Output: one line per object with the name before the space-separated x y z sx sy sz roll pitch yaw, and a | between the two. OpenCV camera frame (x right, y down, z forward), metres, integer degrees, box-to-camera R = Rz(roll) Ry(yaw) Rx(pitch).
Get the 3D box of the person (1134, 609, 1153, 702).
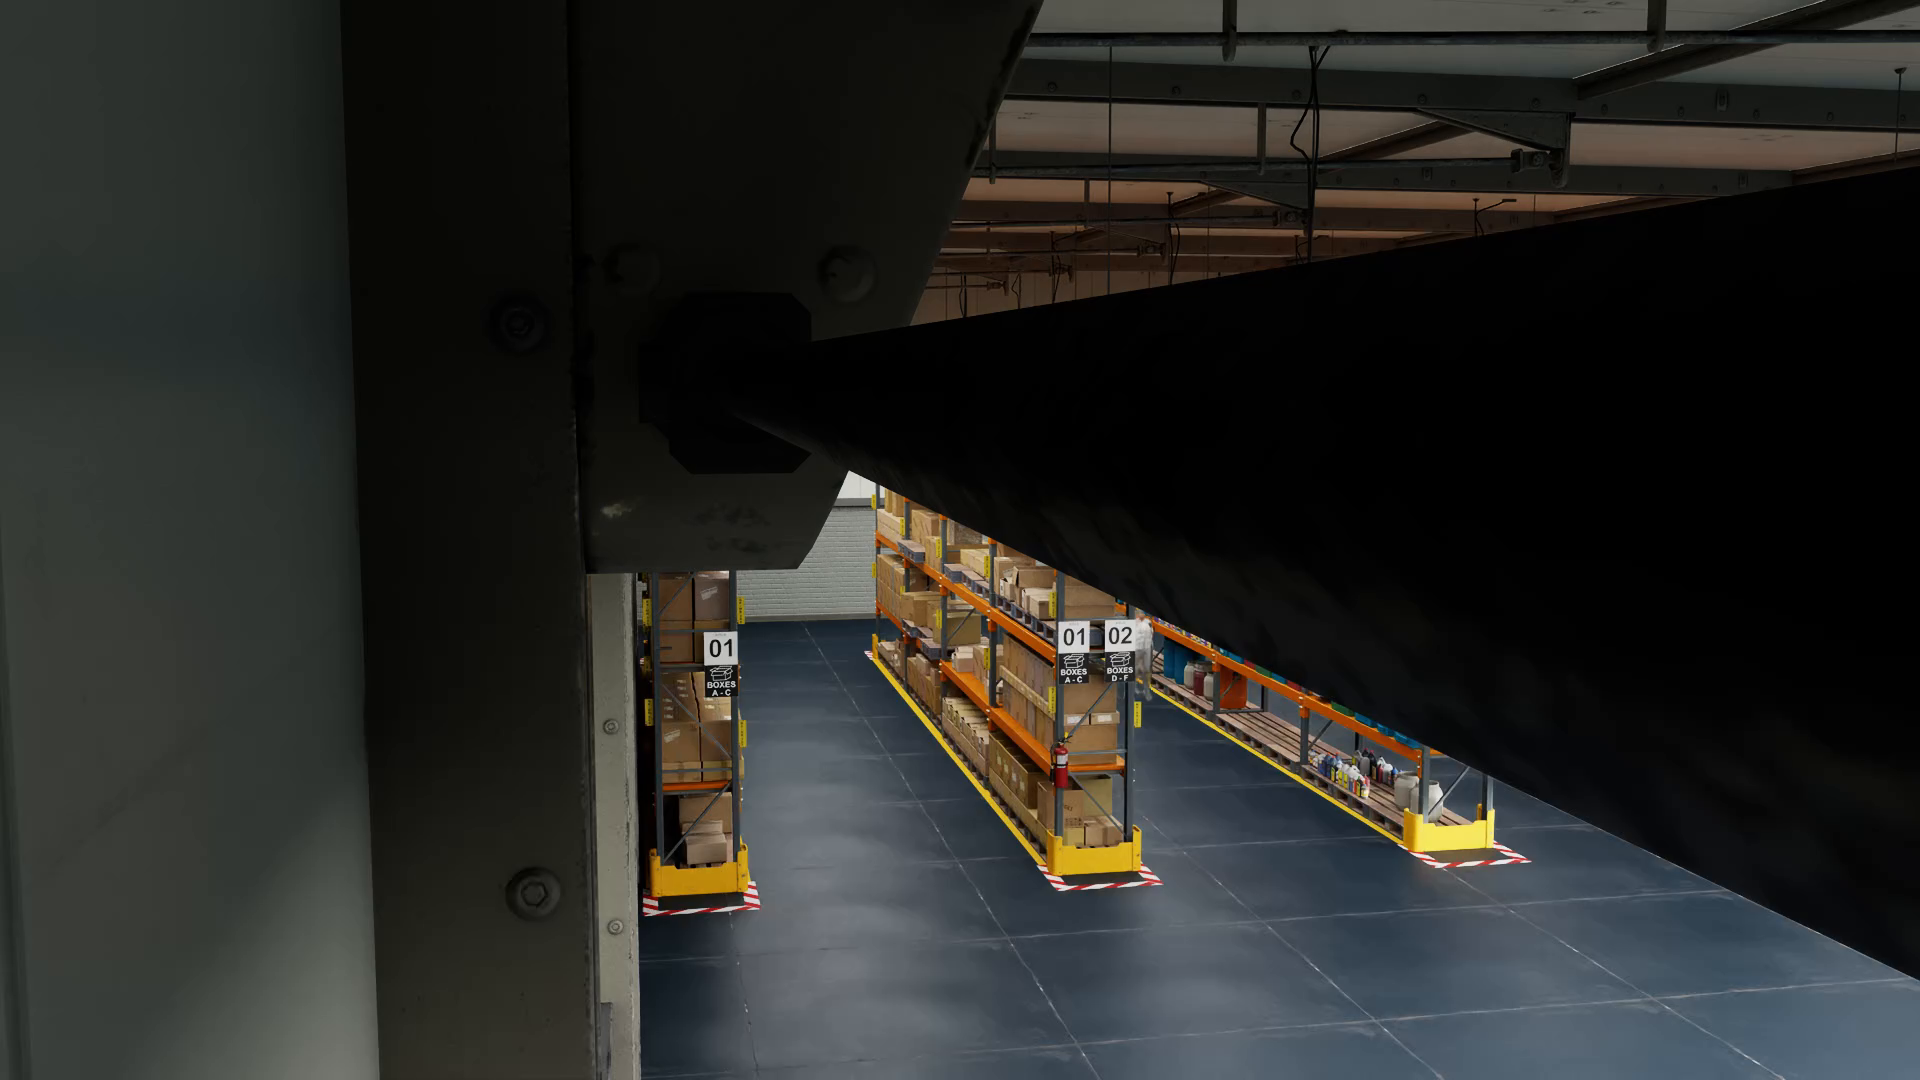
person | 3.376 2.073 30.900 0.596 1.764 0.703 -1 6 -13
